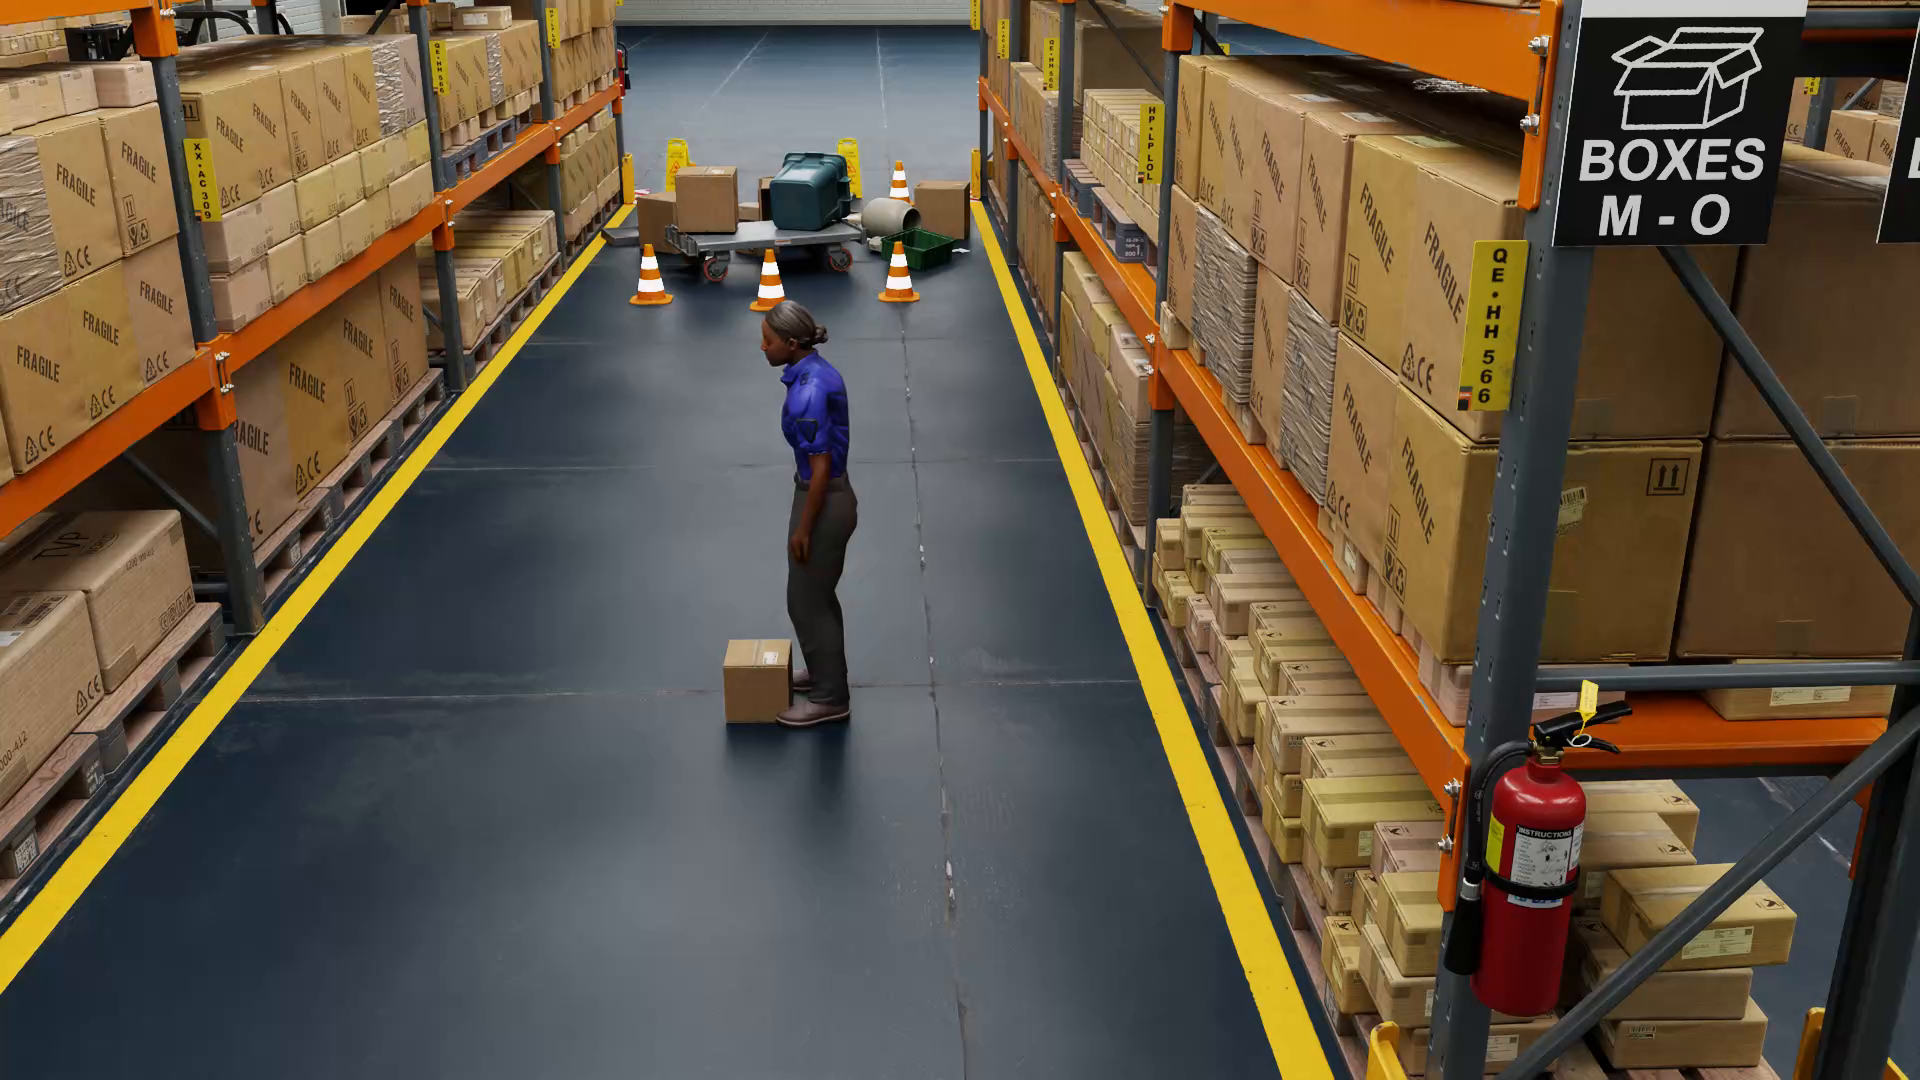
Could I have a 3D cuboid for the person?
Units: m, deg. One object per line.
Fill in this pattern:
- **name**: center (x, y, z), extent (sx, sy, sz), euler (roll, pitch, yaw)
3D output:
- **person**: center (-0.565, -0.109, 6.375), extent (0.347, 1.655, 0.505), euler (-1, 21, -3)
